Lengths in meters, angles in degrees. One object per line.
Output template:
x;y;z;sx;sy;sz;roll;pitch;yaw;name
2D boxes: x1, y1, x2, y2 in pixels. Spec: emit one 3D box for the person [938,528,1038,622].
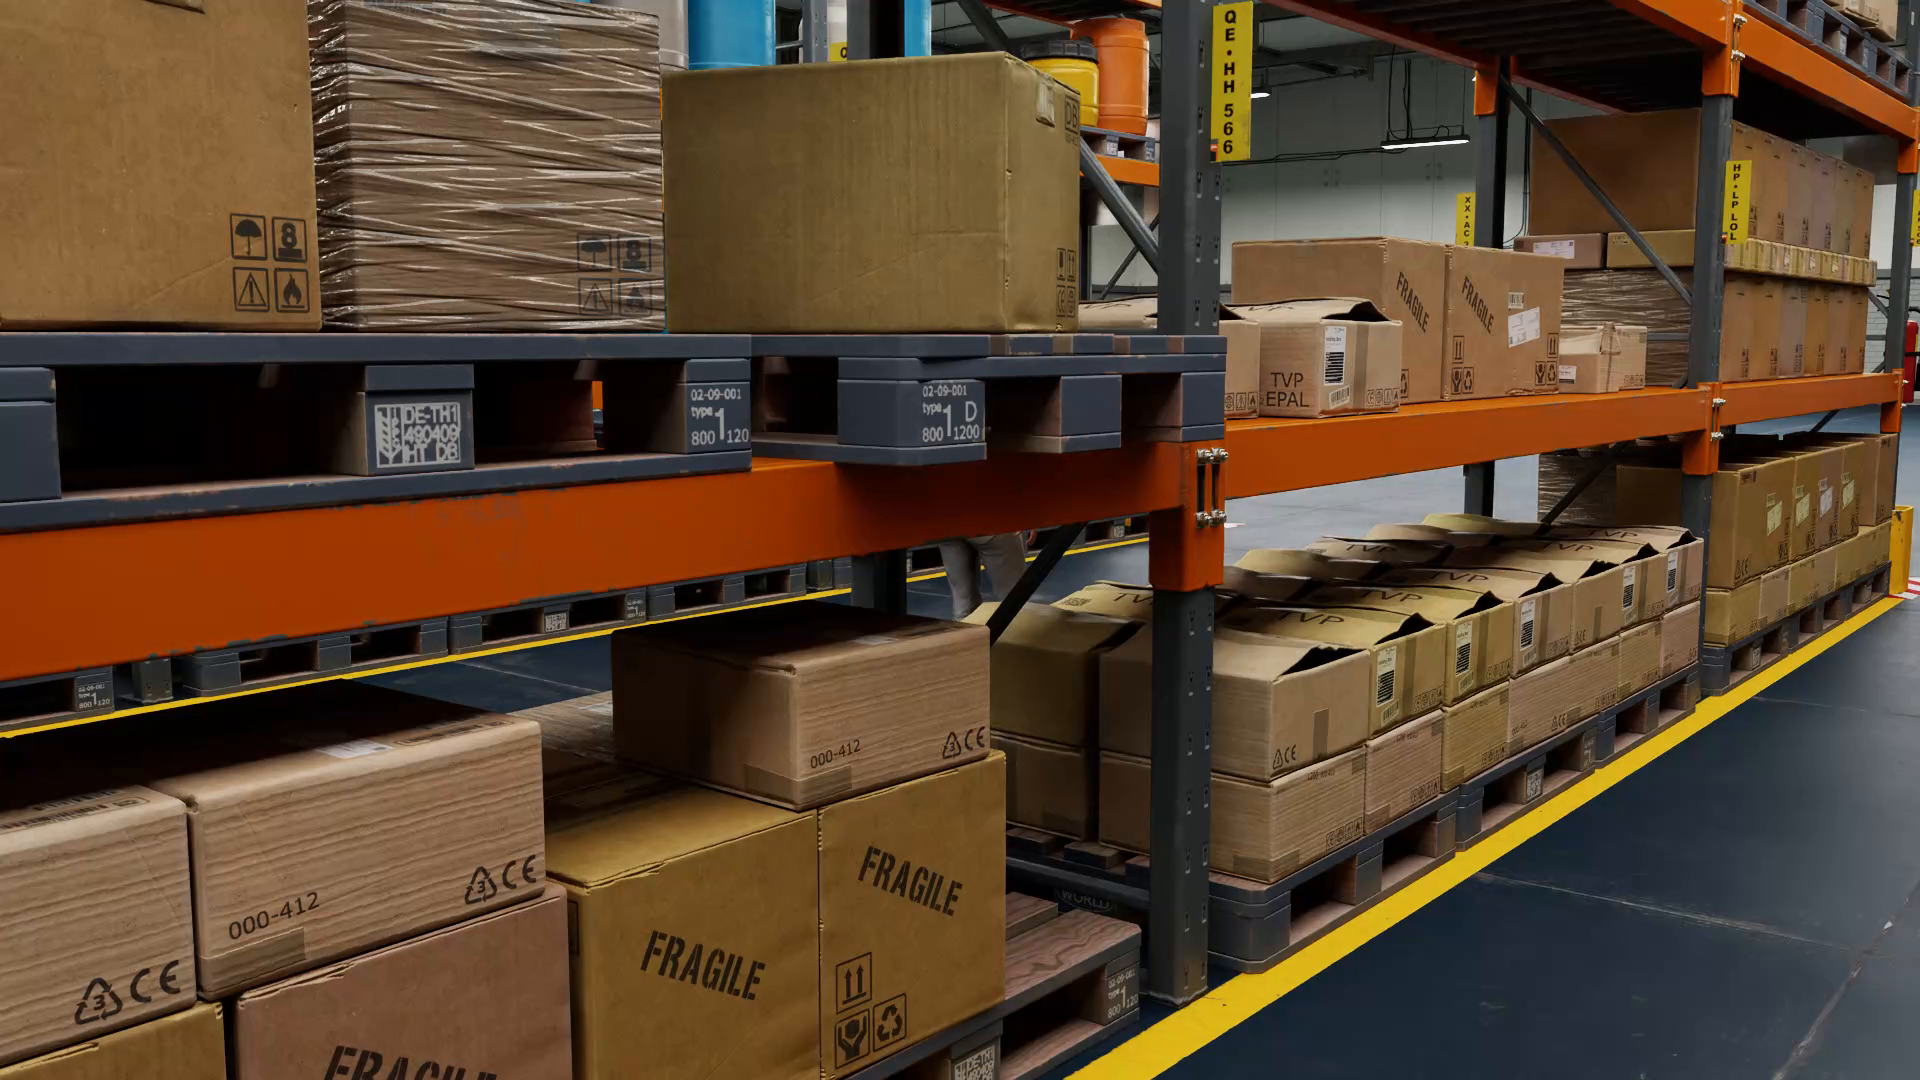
0.117;-0.078;6.430;0.519;1.597;0.475;6;9;39;person
